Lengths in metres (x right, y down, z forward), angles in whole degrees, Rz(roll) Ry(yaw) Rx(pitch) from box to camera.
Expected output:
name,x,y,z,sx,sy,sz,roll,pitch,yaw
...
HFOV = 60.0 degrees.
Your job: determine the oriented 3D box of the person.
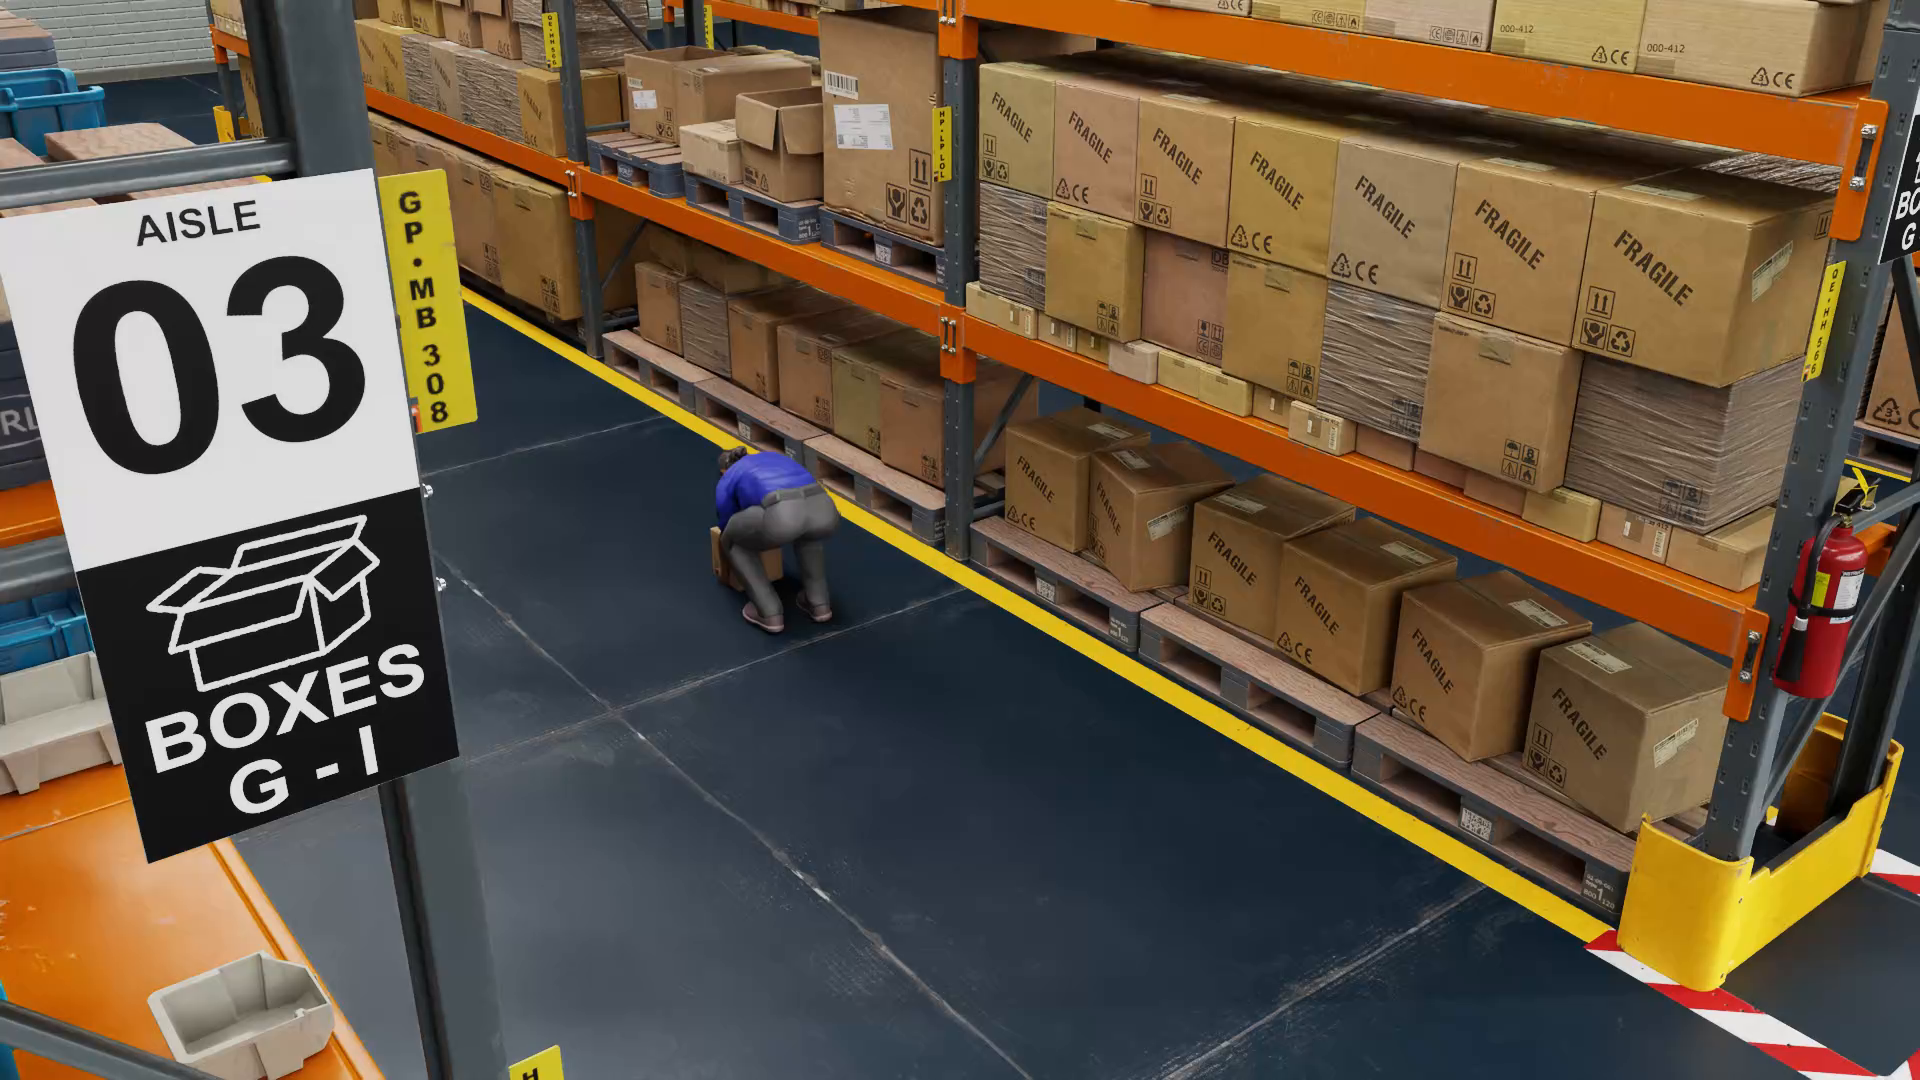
name,x,y,z,sx,sy,sz,roll,pitch,yaw
person,-0.887,-0.029,7.773,0.469,0.766,0.883,-14,28,-27
